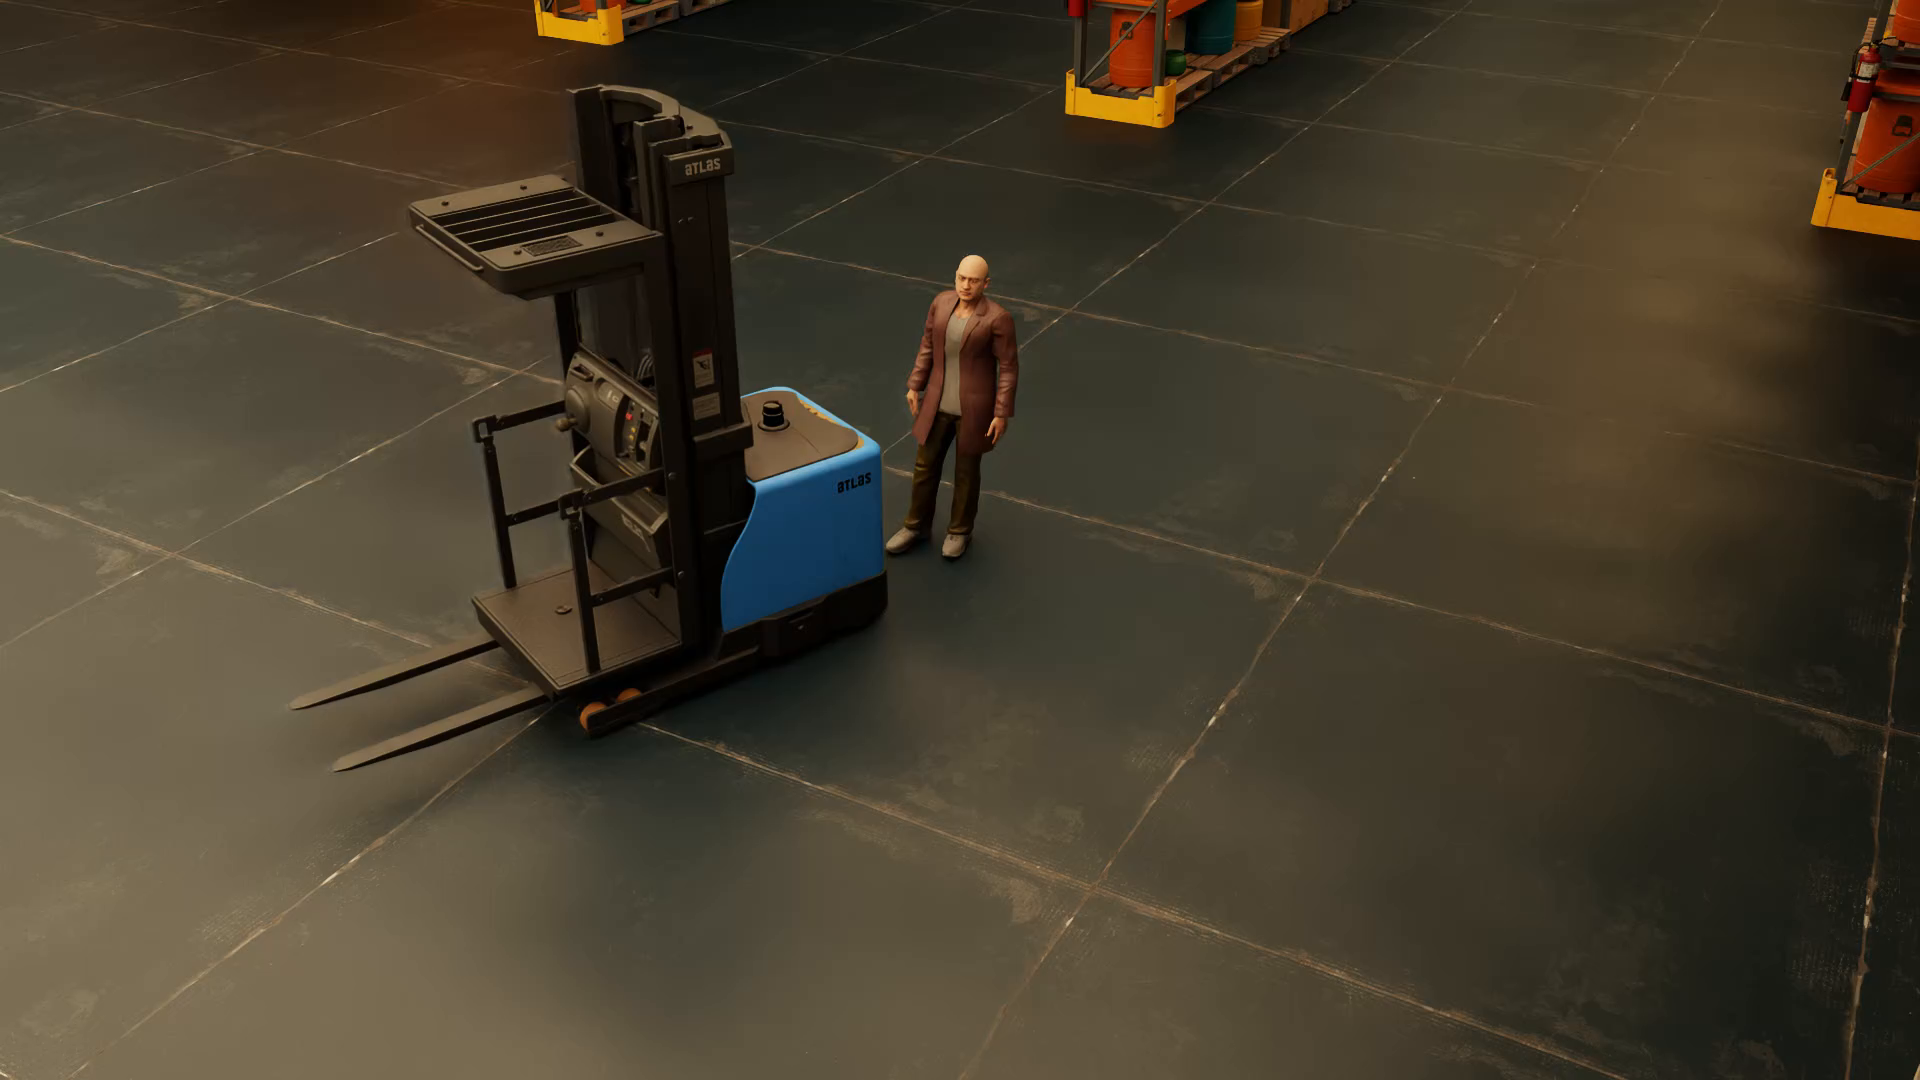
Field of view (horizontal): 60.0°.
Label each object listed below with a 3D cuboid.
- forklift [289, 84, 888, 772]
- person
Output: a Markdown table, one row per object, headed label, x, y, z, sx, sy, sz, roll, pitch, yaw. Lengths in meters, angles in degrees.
| label | x | y | z | sx | sy | sz | roll | pitch | yaw |
| --- | --- | --- | --- | --- | --- | --- | --- | --- | --- |
| forklift | -1.885 | -0.592 | 8.097 | 3.031 | 2.935 | 1.130 | -21 | 36 | -31 |
| person | -0.037 | -0.729 | 9.479 | 0.697 | 1.779 | 0.576 | 16 | 33 | 25 |
